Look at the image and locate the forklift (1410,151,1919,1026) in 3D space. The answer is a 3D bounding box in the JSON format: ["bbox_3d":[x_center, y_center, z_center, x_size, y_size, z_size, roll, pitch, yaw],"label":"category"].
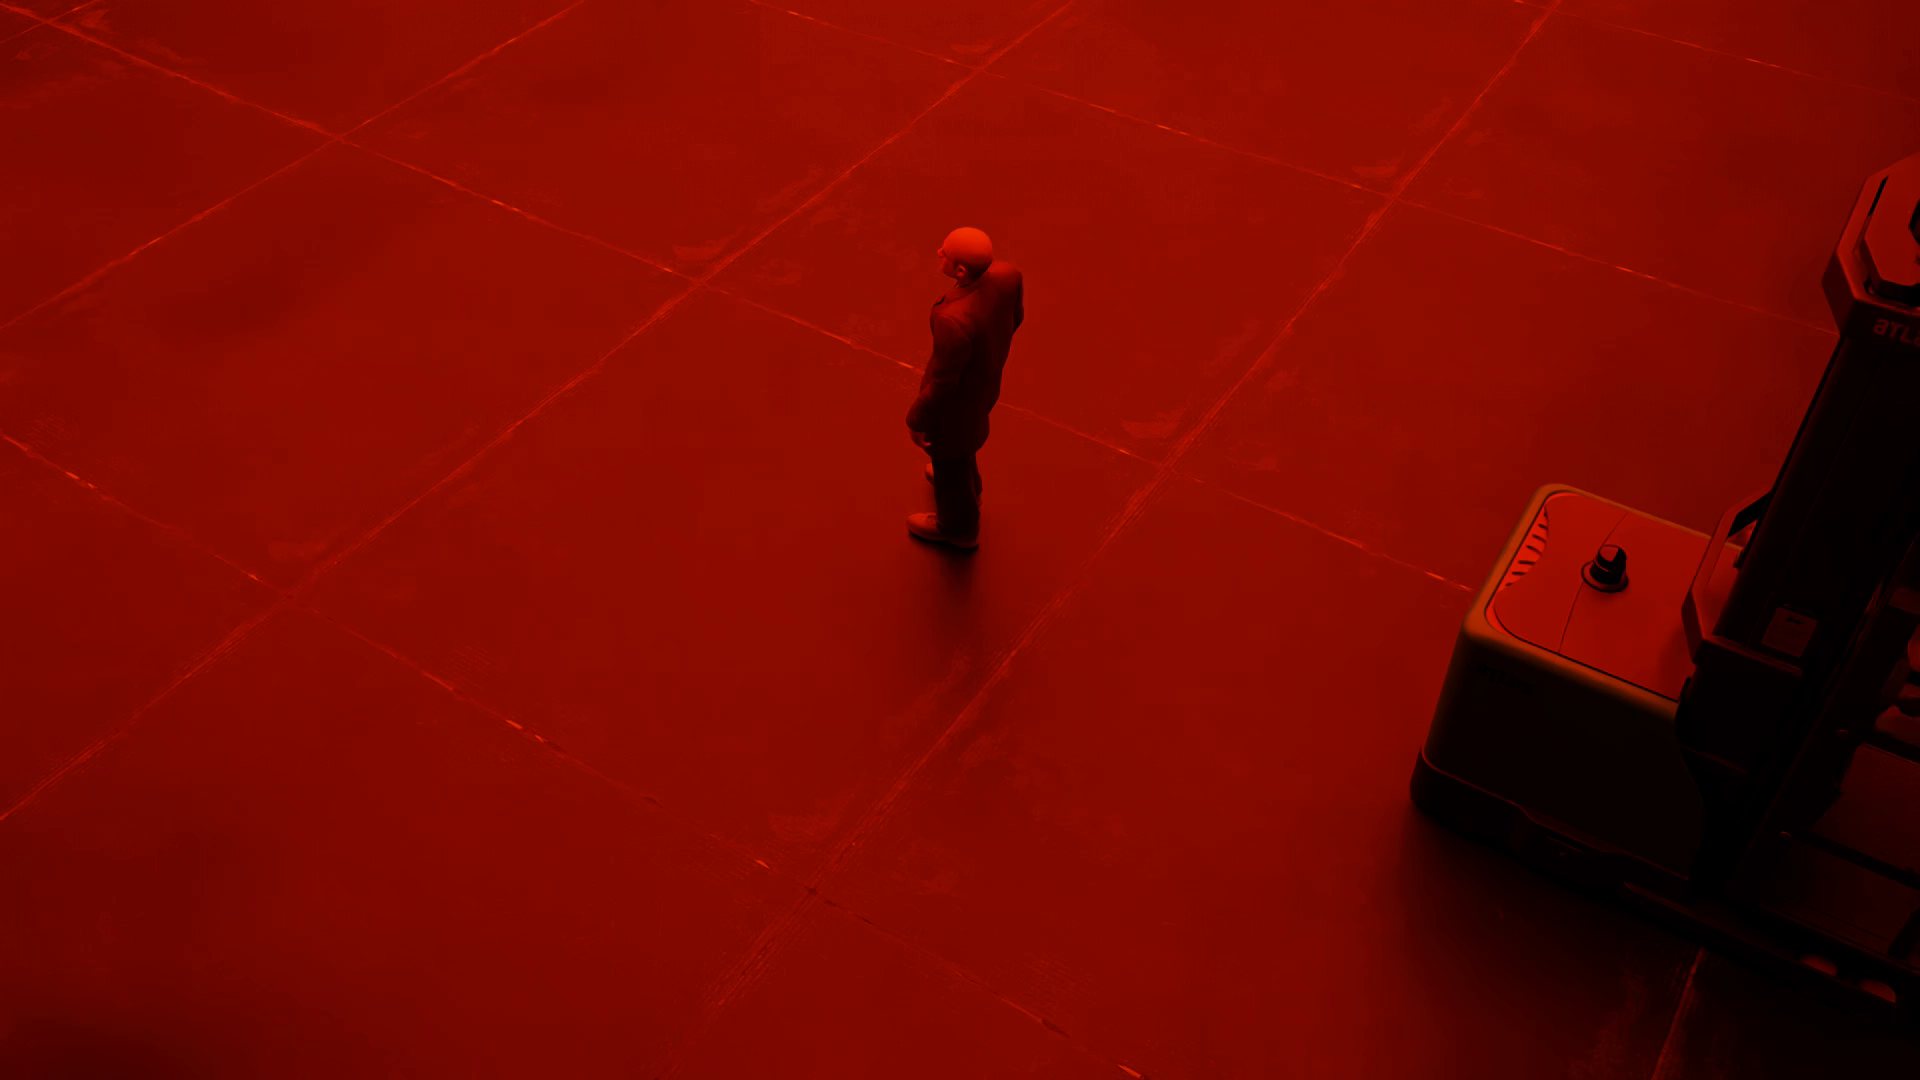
[{"bbox_3d":[3.361,0.283,5.550,3.031,2.935,1.130,23,48,23],"label":"forklift"}]

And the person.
[{"bbox_3d":[-0.074,-0.687,7.400,0.583,1.775,0.696,24,48,23],"label":"person"}]
